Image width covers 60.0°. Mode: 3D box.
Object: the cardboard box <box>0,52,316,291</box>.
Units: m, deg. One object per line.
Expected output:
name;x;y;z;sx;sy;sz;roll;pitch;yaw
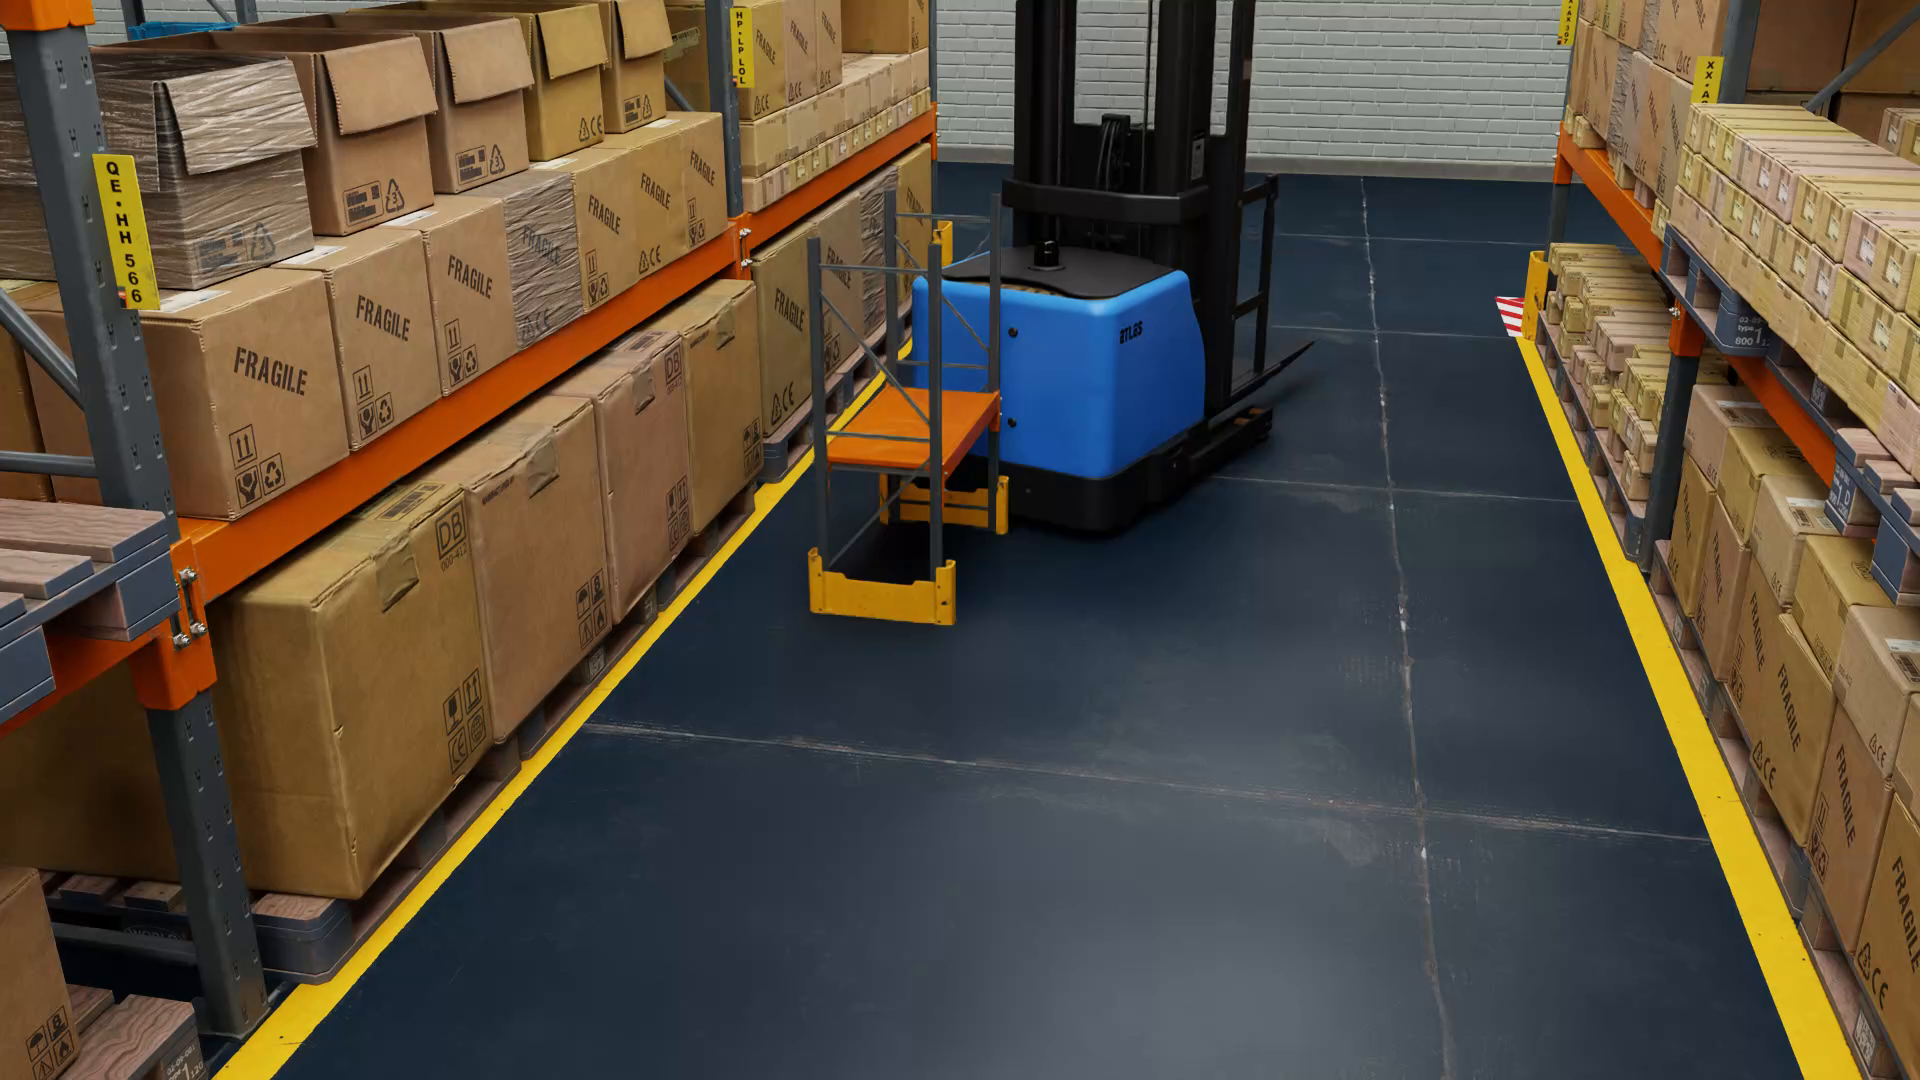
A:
cardboard box;-2.121;-0.959;4.244;0.797;0.503;0.637;5;23;13

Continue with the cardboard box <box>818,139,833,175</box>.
cardboard box;-0.873;-1.993;8.623;0.380;0.149;0.250;4;22;10

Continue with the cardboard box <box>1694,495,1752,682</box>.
cardboard box;2.849;0.179;5.678;0.500;0.500;0.500;5;23;13

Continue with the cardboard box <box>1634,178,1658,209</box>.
cardboard box;3.356;-1.625;7.709;0.380;0.149;0.250;3;22;9

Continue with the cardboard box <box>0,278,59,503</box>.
cardboard box;-2.428;-0.427;4.265;0.500;0.500;0.500;5;23;13

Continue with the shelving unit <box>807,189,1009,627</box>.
shelving unit;-0.191;-0.576;6.776;0.587;1.500;1.083;5;23;13

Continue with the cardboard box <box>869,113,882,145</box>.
cardboard box;-0.663;-2.367;9.551;0.380;0.149;0.250;5;22;11

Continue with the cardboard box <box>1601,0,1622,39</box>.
cardboard box;3.605;-2.823;8.477;0.500;0.500;0.500;4;22;10

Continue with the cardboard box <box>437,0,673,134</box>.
cardboard box;-1.592;-1.922;6.634;0.797;0.503;0.637;4;22;10

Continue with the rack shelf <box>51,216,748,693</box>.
rack shelf;-1.878;-0.579;5.739;1.077;0.370;4.000;4;22;11

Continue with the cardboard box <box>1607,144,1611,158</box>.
cardboard box;3.678;-2.089;8.862;0.380;0.149;0.250;4;22;10

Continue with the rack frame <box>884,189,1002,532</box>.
rack frame;-0.073;-0.757;7.226;0.500;1.500;0.032;5;23;13

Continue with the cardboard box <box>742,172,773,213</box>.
cardboard box;-1.084;-1.611;7.674;0.380;0.149;0.250;5;22;11

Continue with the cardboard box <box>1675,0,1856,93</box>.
cardboard box;3.197;-2.070;6.608;0.500;0.500;0.500;4;22;9

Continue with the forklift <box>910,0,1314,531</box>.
forklift;0.973;-1.902;8.152;1.130;2.935;3.031;13;25;29

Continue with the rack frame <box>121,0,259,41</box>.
rack frame;-5.502;-3.485;11.991;1.000;3.000;0.127;4;22;11

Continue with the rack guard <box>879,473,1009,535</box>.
rack guard;-0.073;-0.177;7.459;0.587;0.250;0.087;5;23;13

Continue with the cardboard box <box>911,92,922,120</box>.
cardboard box;-0.455;-2.740;10.478;0.380;0.149;0.250;5;22;11

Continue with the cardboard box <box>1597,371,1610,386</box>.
cardboard box;3.442;-0.740;8.429;0.380;0.149;0.250;5;22;12

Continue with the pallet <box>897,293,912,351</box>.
pallet;-0.740;-1.515;10.834;1.003;0.211;1.213;4;22;11

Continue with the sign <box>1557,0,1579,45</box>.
sign;3.650;-3.135;9.964;0.100;0.325;0.005;4;22;11

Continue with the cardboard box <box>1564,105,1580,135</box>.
cardboard box;3.795;-2.482;9.838;0.380;0.149;0.250;4;22;10

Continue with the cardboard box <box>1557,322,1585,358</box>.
cardboard box;3.585;-1.119;9.370;0.380;0.149;0.250;5;22;12

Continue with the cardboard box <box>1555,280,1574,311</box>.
cardboard box;3.712;-1.435;9.756;0.380;0.149;0.250;4;22;11

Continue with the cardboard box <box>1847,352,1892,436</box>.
cardboard box;2.359;-0.336;3.946;0.380;0.149;0.250;4;22;10

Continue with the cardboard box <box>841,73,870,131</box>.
cardboard box;-0.802;-2.416;9.139;0.500;0.250;0.500;4;22;11

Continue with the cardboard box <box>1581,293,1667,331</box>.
cardboard box;3.493;-1.192;8.756;0.380;0.149;0.250;5;22;12

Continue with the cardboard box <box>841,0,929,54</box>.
cardboard box;-0.496;-3.325;10.394;0.500;0.500;0.500;5;22;12

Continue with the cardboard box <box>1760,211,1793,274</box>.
cardboard box;2.572;-0.856;4.840;0.380;0.149;0.250;4;22;10

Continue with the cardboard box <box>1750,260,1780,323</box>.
cardboard box;2.574;-0.721;4.902;0.380;0.149;0.250;4;22;10

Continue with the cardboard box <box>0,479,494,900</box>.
cardboard box;-2.125;0.359;4.730;1.225;0.875;0.875;3;22;8

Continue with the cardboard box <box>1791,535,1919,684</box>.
cardboard box;2.644;0.210;4.597;0.500;0.250;0.500;5;22;12

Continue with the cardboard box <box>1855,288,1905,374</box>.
cardboard box;2.360;-0.484;3.915;0.380;0.149;0.250;5;22;11

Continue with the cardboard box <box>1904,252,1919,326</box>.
cardboard box;2.307;-0.522;3.613;0.380;0.149;0.250;5;23;13

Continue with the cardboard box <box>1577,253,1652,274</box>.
cardboard box;3.804;-1.565;9.681;0.380;0.149;0.250;5;22;12

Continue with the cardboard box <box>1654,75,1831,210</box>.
cardboard box;3.188;-1.612;6.809;0.500;0.500;0.500;4;22;11

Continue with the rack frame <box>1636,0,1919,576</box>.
rack frame;3.365;-1.229;6.391;1.000;3.000;0.127;4;22;11

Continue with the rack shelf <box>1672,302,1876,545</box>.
rack shelf;2.957;-0.164;4.709;1.077;0.370;4.000;4;22;11

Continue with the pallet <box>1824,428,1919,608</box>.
pallet;2.590;0.054;3.461;1.213;0.211;1.003;4;22;11

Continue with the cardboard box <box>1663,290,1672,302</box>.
cardboard box;4.247;-1.396;9.661;0.380;0.149;0.250;4;22;10

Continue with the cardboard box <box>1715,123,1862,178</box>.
cardboard box;2.729;-1.278;5.491;0.380;0.149;0.250;5;22;11

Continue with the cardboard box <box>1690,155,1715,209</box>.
cardboard box;2.784;-1.242;5.797;0.380;0.149;0.250;4;22;10

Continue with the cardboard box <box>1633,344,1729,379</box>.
cardboard box;3.370;-0.805;7.794;0.380;0.149;0.250;5;23;13

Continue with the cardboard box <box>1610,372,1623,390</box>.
cardboard box;3.379;-0.757;8.074;0.380;0.149;0.250;5;22;12

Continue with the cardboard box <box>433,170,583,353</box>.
cardboard box;-1.612;-0.944;5.548;0.500;0.500;0.500;5;22;11

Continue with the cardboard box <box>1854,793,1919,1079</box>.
cardboard box;2.428;0.938;3.794;0.500;0.500;0.500;4;22;11

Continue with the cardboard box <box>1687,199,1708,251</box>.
cardboard box;2.784;-1.097;5.836;0.380;0.149;0.250;5;22;12

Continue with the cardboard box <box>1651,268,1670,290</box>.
cardboard box;4.214;-1.540;9.620;0.380;0.149;0.250;5;22;12

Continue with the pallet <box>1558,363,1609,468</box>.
pallet;3.715;-0.632;8.639;1.003;0.211;1.213;4;22;11

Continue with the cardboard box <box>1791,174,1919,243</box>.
cardboard box;2.520;-0.903;4.557;0.380;0.149;0.250;5;23;13

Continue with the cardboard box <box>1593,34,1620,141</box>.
cardboard box;3.623;-2.357;8.660;0.500;0.500;0.500;5;22;12

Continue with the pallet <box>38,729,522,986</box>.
pallet;-2.051;0.829;5.011;1.003;0.211;1.213;4;22;11

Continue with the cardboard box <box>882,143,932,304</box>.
cardboard box;-0.706;-2.076;10.776;0.875;0.875;0.875;4;22;11
